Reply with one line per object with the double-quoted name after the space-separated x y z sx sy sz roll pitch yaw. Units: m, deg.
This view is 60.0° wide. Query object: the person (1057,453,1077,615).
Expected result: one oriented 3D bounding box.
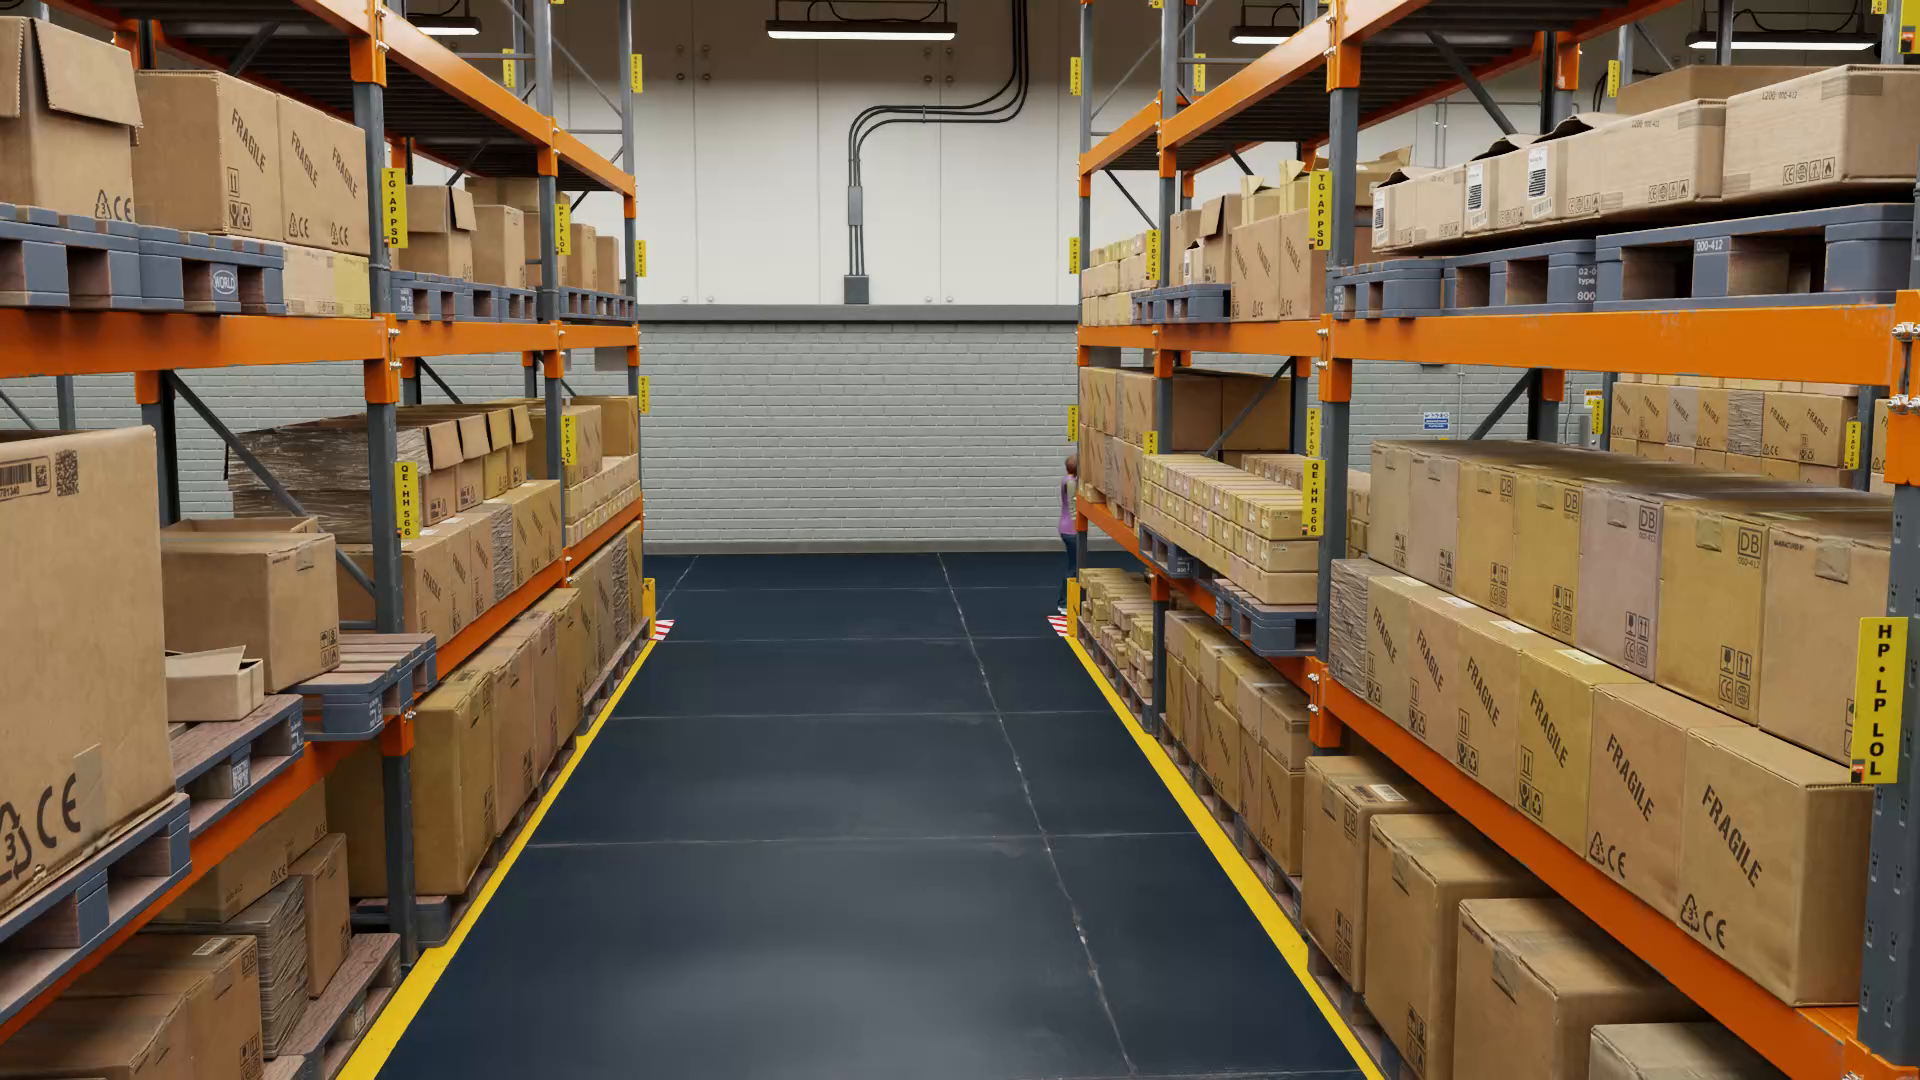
1.111 -0.060 16.332 0.304 1.592 0.409 0 7 1 "person"
